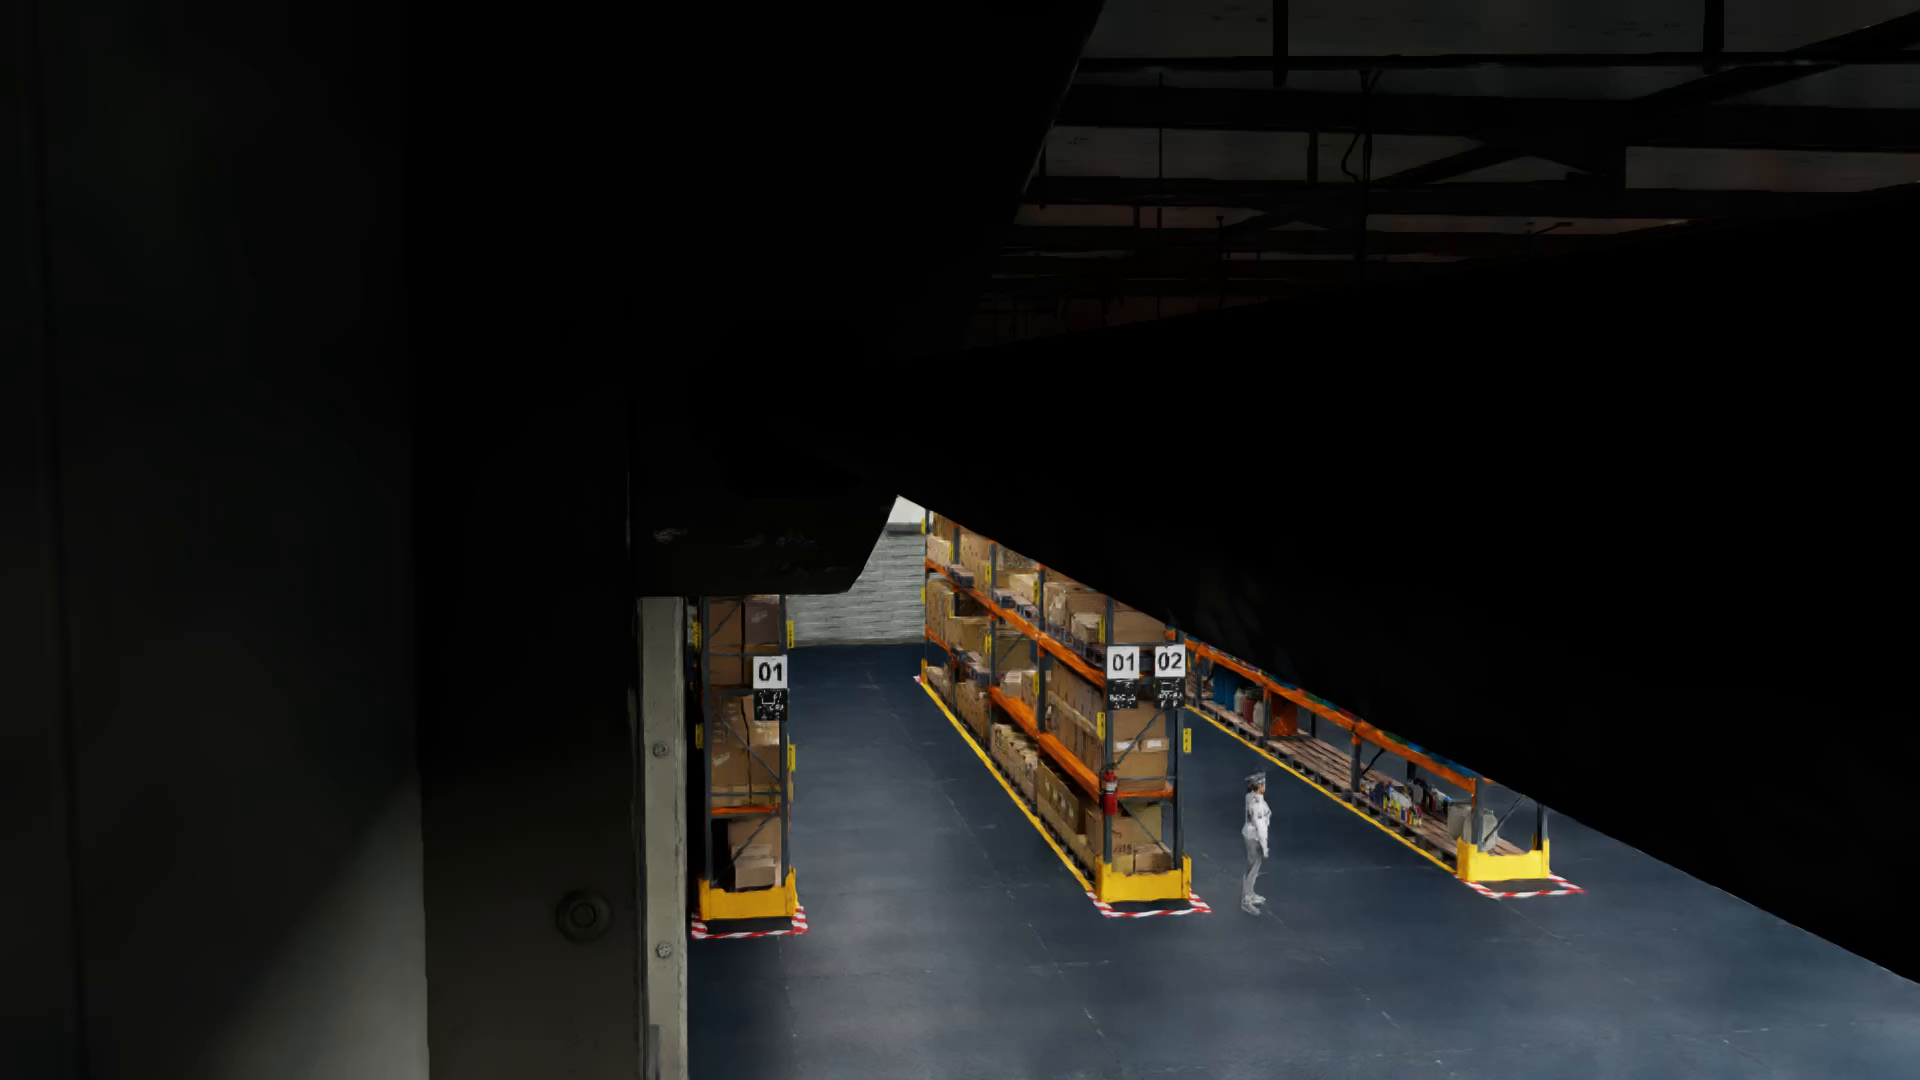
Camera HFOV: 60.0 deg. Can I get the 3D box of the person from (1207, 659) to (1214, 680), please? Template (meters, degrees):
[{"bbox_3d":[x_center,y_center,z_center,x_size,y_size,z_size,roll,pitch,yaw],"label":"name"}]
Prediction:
[{"bbox_3d":[5.651,2.207,36.675,0.383,1.765,0.720,1,5,10],"label":"person"}]

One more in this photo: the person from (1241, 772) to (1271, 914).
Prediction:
[{"bbox_3d":[3.623,3.683,20.409,0.363,1.680,0.609,0,5,-2],"label":"person"}]
